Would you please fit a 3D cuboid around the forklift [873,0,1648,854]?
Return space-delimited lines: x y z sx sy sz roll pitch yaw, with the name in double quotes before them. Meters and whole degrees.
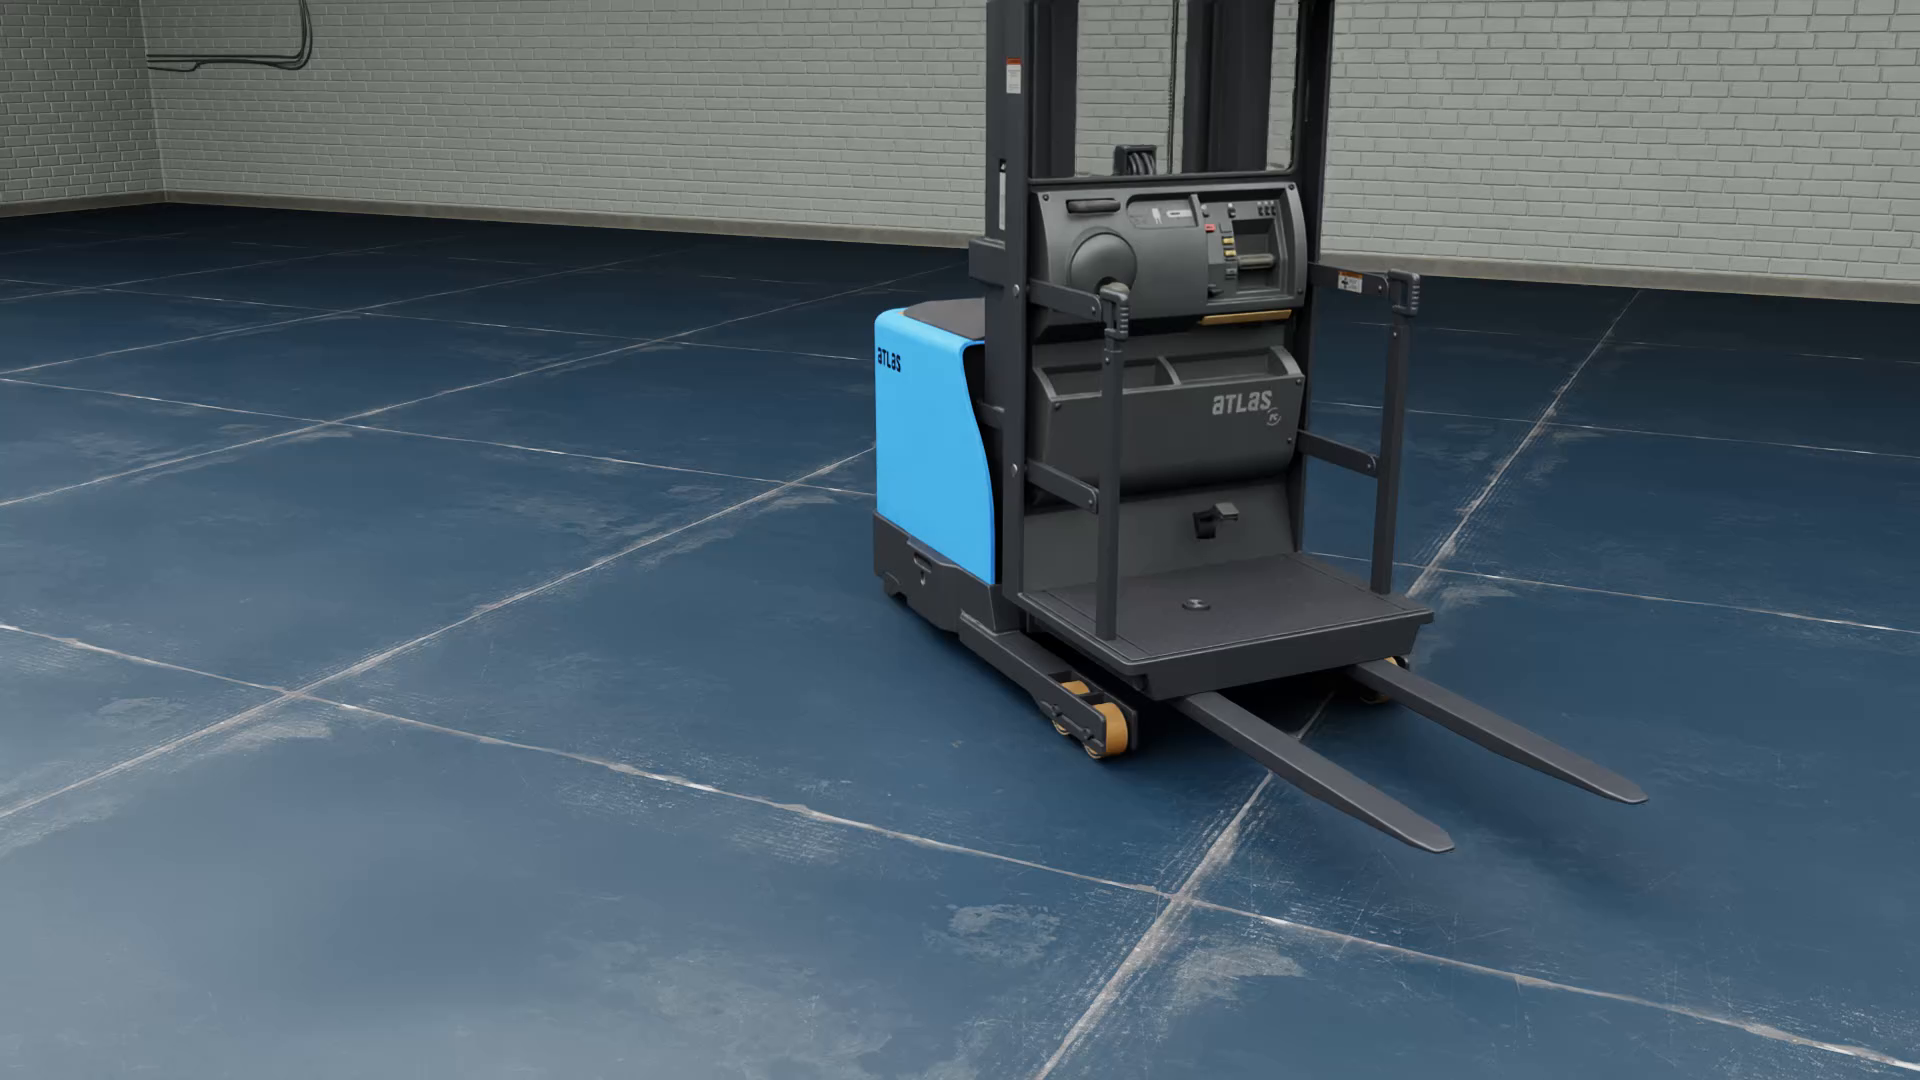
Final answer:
"forklift" 0.754 -0.904 4.921 1.130 2.935 3.031 -8 18 -24

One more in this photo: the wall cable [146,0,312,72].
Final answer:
"wall cable" -9.333 -7.154 20.759 3.097 2.526 0.112 8 18 25
